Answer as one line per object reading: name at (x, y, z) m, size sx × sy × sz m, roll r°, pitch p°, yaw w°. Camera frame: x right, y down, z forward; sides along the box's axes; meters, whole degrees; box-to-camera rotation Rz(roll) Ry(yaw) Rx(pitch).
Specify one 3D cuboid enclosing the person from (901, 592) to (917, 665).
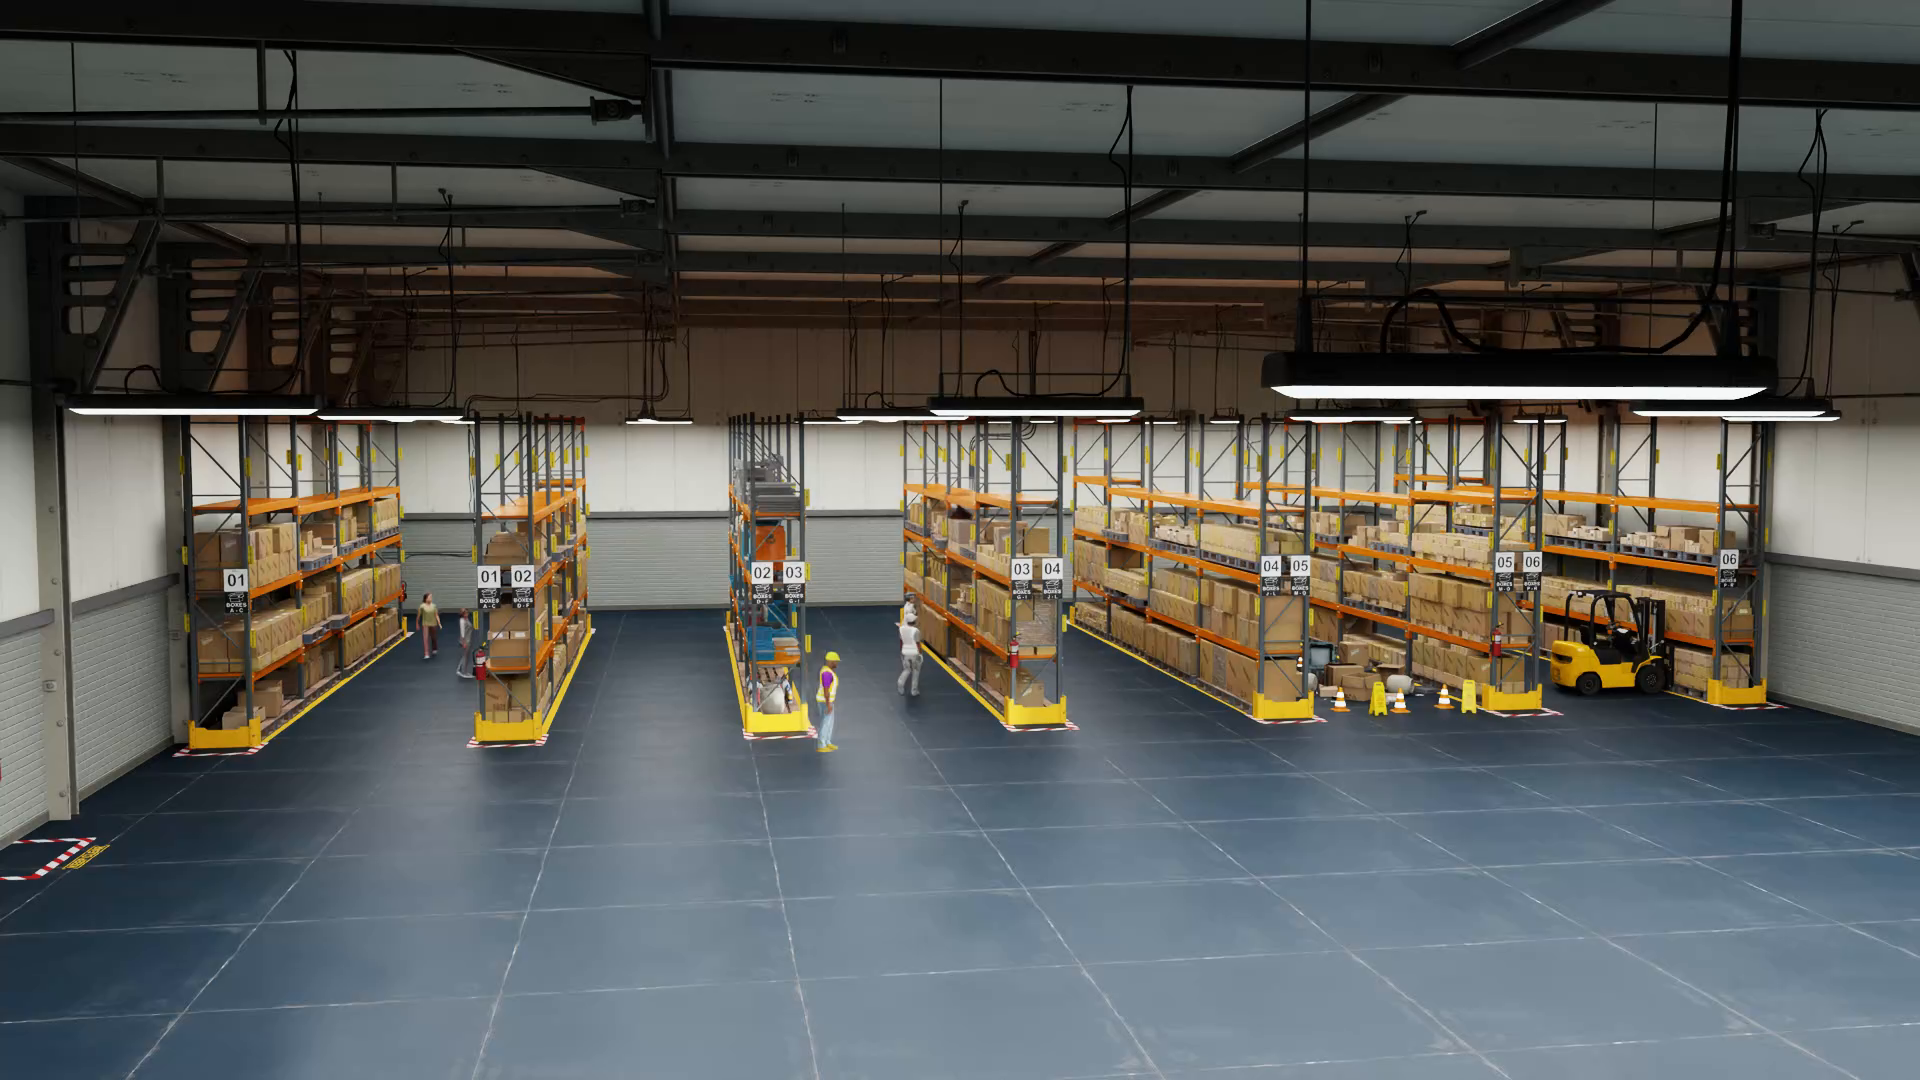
person at (-1.151, 2.022, 37.798) m, size 0.369 × 1.681 × 0.509 m, roll 1°, pitch 4°, yaw 11°

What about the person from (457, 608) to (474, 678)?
person at (-11.266, 2.339, 37.886) m, size 0.361 × 1.605 × 0.451 m, roll -2°, pitch 4°, yaw -25°

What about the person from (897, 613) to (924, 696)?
person at (-1.057, 2.427, 35.279) m, size 0.568 × 1.770 × 0.668 m, roll 2°, pitch 4°, yaw 30°

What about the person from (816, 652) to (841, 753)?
person at (-2.315, 2.851, 29.335) m, size 0.449 × 1.774 × 0.617 m, roll 0°, pitch 4°, yaw 1°

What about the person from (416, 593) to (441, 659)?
person at (-13.169, 2.122, 41.202) m, size 0.620 × 1.604 × 1.064 m, roll -1°, pitch 4°, yaw -14°
